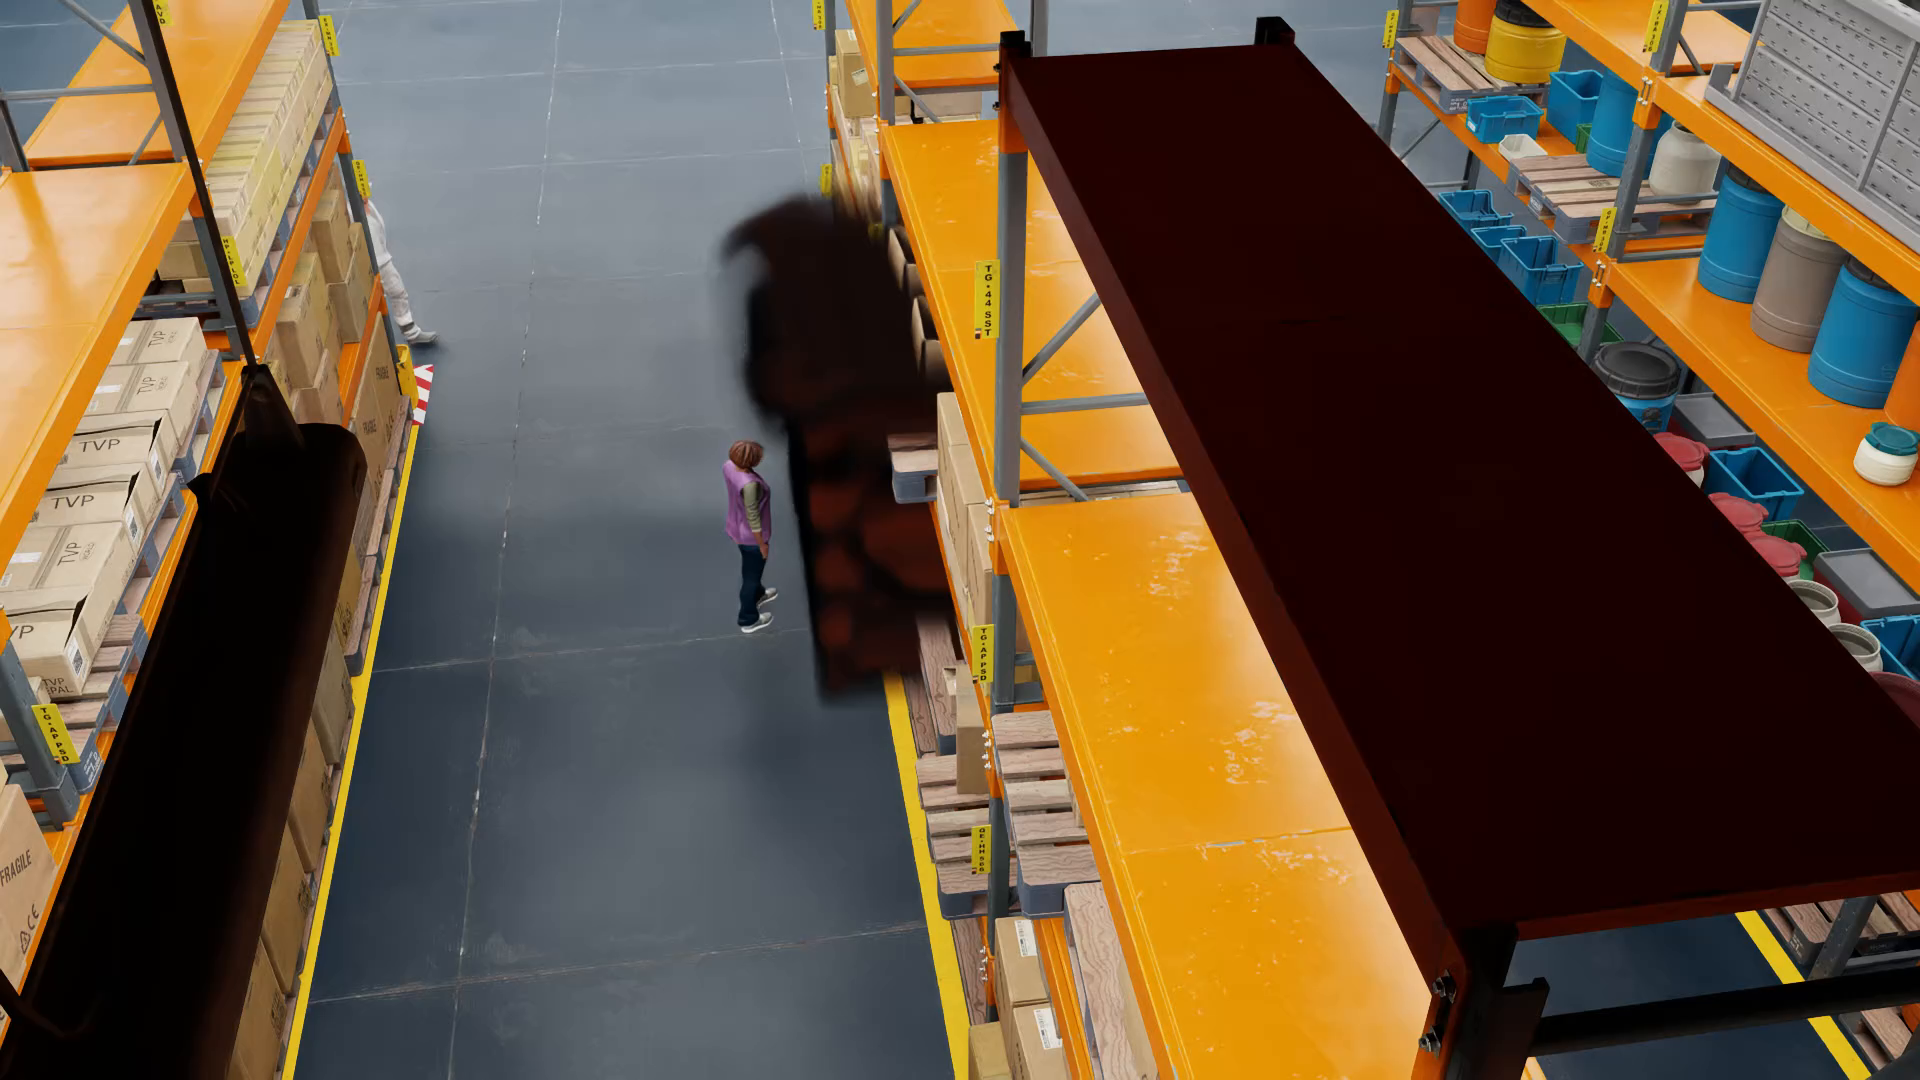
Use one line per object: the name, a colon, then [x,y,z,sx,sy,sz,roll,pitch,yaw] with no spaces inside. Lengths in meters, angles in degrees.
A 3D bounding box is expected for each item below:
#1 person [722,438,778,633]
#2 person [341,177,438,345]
person: [-1.438,-0.075,11.705,0.499,1.601,0.452,-26,44,-31]
person: [-5.521,-2.589,15.493,0.906,1.775,0.489,-22,42,-27]
